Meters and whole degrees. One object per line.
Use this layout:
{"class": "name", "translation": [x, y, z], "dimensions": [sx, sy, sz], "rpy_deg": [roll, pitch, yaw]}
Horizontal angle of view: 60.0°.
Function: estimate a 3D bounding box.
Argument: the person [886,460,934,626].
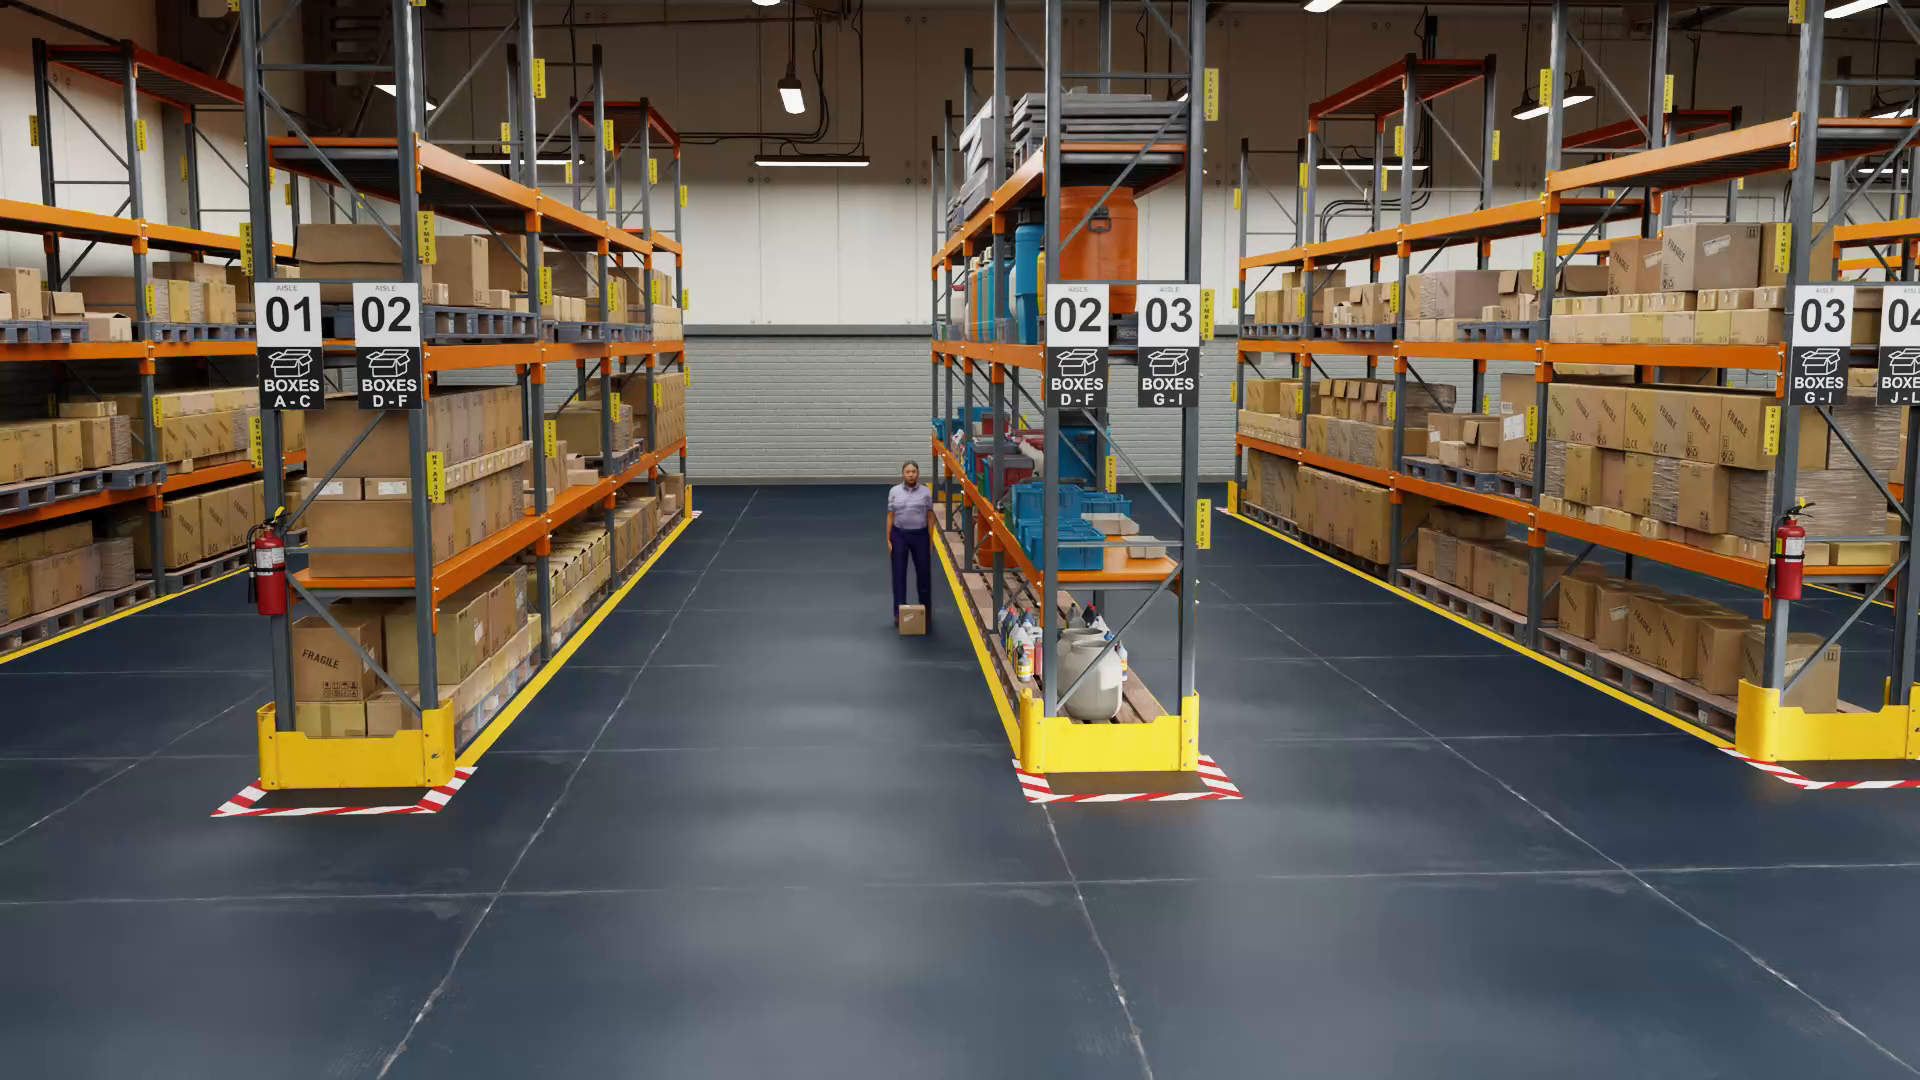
{"class": "person", "translation": [-0.495, 0.055, 16.601], "dimensions": [0.479, 1.707, 0.458], "rpy_deg": [0, 7, -3]}
